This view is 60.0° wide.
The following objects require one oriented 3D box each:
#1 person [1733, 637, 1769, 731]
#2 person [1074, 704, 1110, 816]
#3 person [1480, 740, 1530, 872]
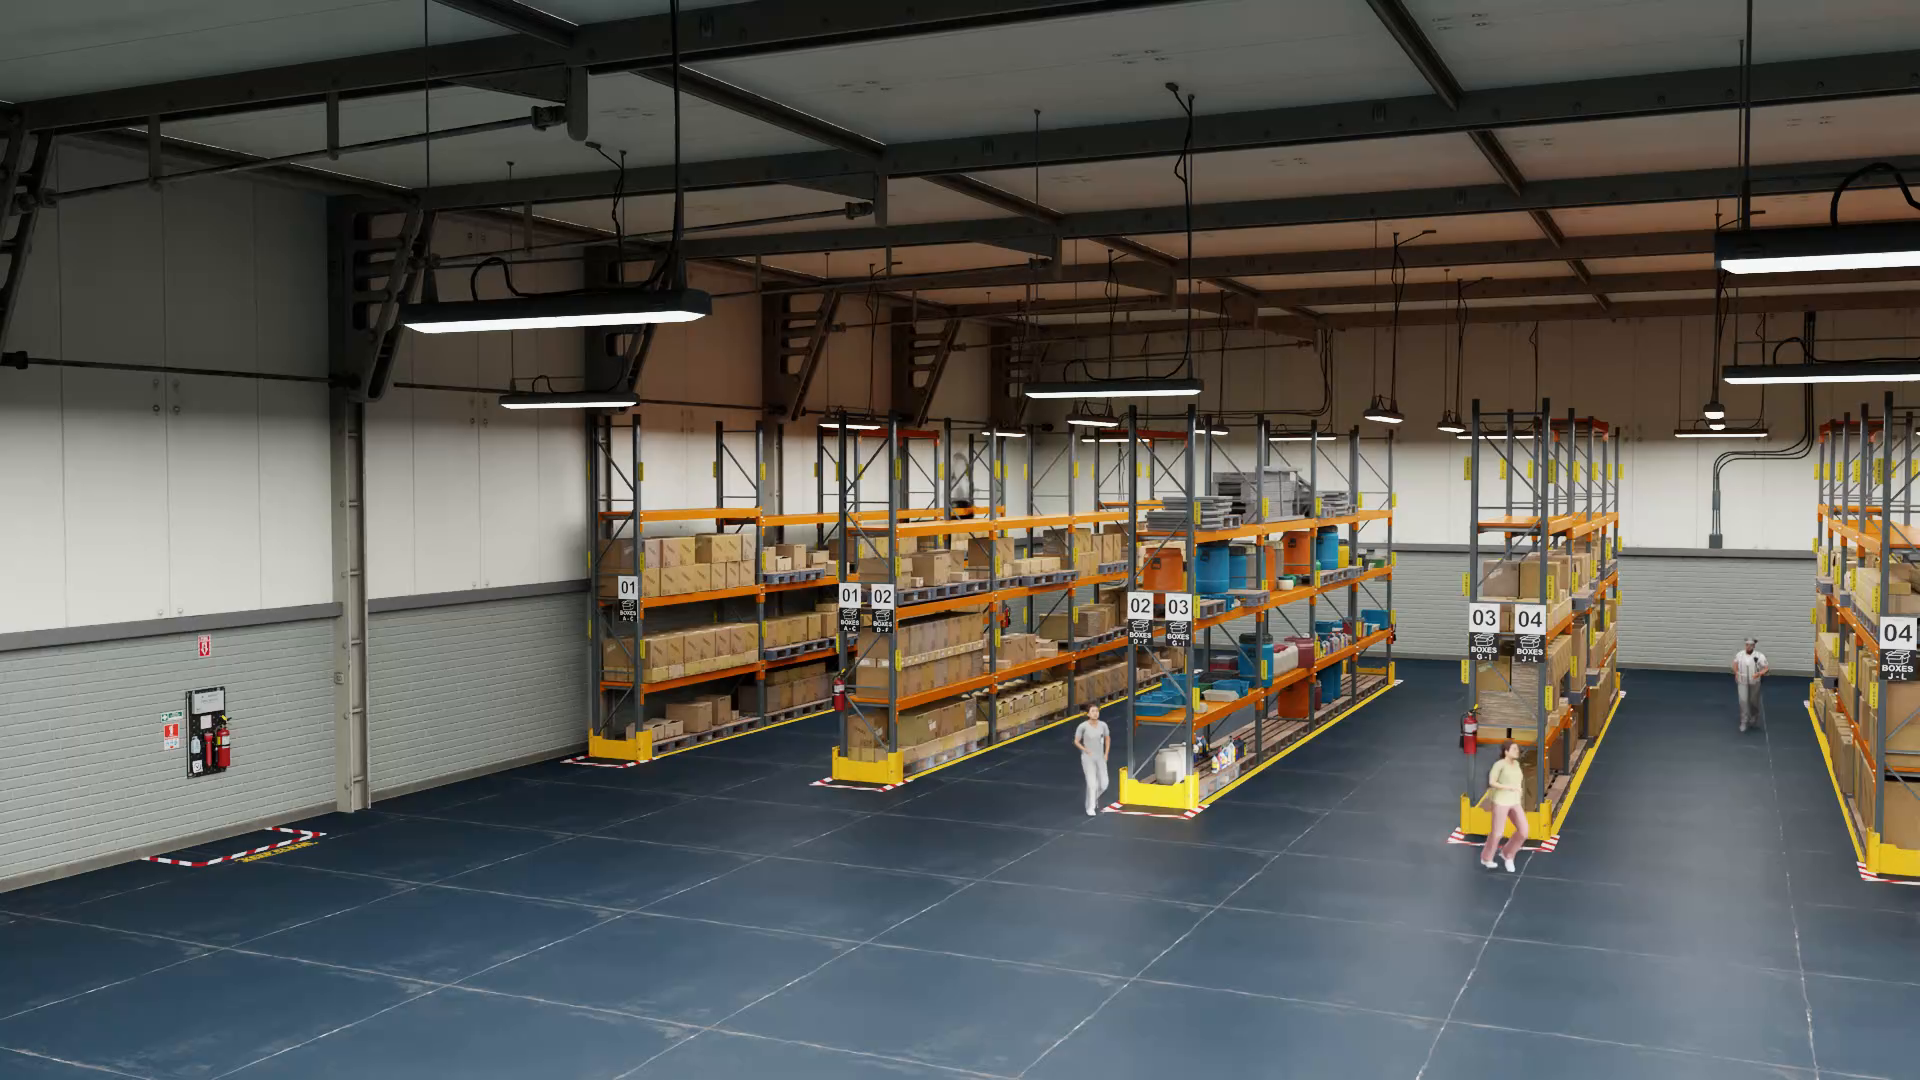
[{"bbox_3d":[15.409,2.786,32.422,0.666,1.801,0.922,1,3,31],"label":"person"},{"bbox_3d":[1.940,3.221,24.165,0.571,1.547,0.569,-1,2,-14],"label":"person"},{"bbox_3d":[6.868,3.312,20.818,0.574,1.631,0.670,-1,2,-17],"label":"person"}]
